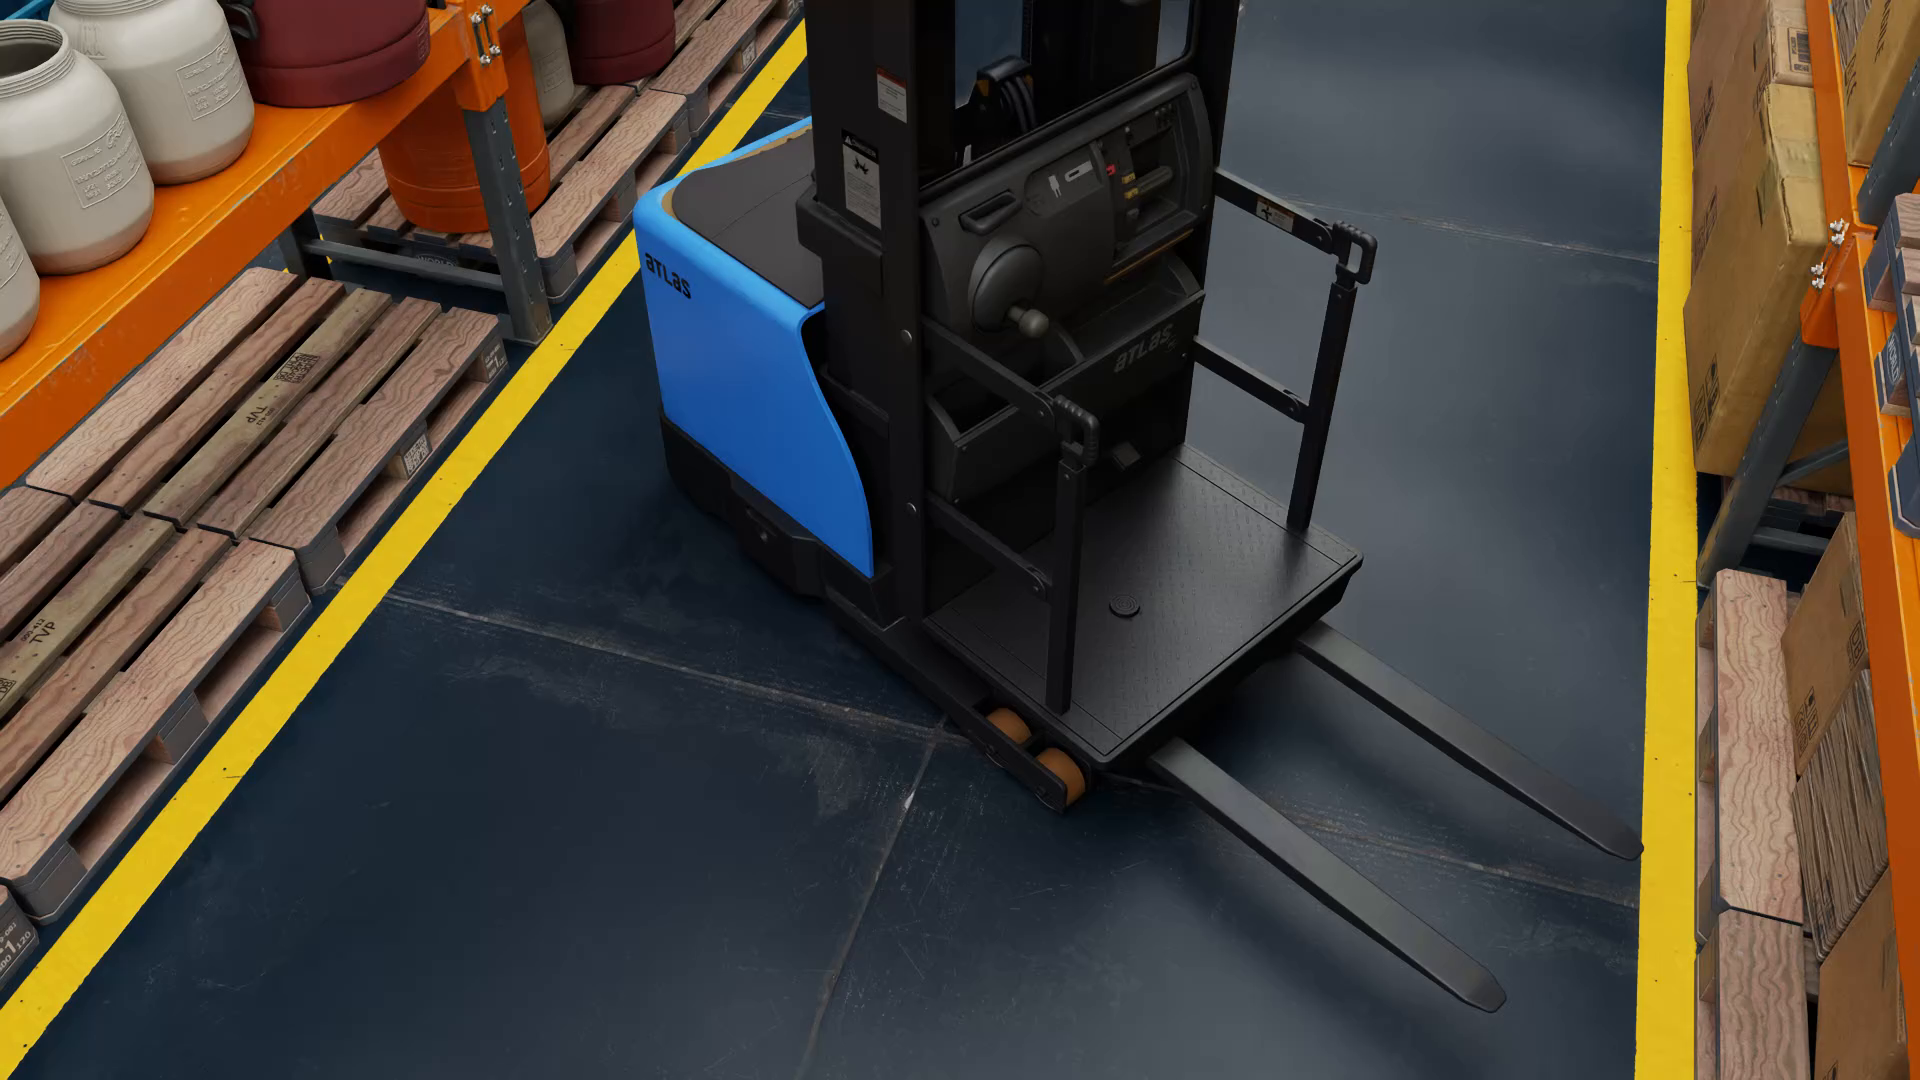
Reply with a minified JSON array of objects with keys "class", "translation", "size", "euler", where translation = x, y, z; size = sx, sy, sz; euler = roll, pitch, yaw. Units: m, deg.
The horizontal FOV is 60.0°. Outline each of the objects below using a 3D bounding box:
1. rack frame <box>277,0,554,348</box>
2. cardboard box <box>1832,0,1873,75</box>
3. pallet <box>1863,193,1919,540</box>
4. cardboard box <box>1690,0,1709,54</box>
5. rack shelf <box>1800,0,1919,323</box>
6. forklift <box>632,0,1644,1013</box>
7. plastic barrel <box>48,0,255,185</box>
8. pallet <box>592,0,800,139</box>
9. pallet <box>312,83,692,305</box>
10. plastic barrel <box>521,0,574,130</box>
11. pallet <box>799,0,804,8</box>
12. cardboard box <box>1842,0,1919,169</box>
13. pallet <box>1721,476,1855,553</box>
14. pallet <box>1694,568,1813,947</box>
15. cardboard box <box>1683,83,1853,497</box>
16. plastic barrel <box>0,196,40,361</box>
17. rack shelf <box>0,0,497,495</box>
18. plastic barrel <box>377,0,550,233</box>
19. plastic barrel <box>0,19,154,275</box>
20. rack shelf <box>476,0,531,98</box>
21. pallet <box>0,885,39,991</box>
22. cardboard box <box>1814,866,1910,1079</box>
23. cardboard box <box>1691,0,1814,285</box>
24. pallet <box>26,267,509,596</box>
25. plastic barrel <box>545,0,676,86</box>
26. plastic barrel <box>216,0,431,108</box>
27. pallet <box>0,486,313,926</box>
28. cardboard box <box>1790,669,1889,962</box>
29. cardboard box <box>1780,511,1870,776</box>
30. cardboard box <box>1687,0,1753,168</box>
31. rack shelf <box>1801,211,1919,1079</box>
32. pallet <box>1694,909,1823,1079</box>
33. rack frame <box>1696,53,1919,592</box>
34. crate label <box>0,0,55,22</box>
[{"class":"rack frame","translation":[-1.969,-1.907,5.055],"size":[1.000,3.000,0.127],"euler":[13,46,13]},{"class":"cardboard box","translation":[2.821,-1.607,4.676],"size":[0.500,0.500,0.500],"euler":[12,46,12]},{"class":"pallet","translation":[2.637,-0.292,3.541],"size":[1.213,0.211,1.003],"euler":[13,46,13]},{"class":"cardboard box","translation":[3.788,-2.484,6.863],"size":[1.225,0.875,0.875],"euler":[13,46,13]},{"class":"rack shelf","translation":[3.357,-1.934,5.596],"size":[1.077,0.370,4.000],"euler":[13,46,13]},{"class":"forklift","translation":[0.428,-0.730,3.901],"size":[1.130,2.935,3.031],"euler":[-33,53,-29]},{"class":"plastic barrel","translation":[-2.077,-1.216,4.268],"size":[0.421,0.512,0.421],"euler":[0,44,0]},{"class":"pallet","translation":[-1.399,-2.256,7.404],"size":[1.003,0.211,1.213],"euler":[13,46,13]},{"class":"pallet","translation":[-1.770,-1.445,6.576],"size":[1.003,0.211,1.213],"euler":[13,46,13]},{"class":"plastic barrel","translation":[-1.751,-1.893,6.519],"size":[0.421,0.512,0.421],"euler":[0,44,0]},{"class":"pallet","translation":[-1.031,-3.072,8.238],"size":[1.003,0.211,1.213],"euler":[13,46,13]},{"class":"cardboard box","translation":[2.665,-1.276,4.337],"size":[0.500,0.500,0.500],"euler":[14,46,14]},{"class":"pallet","translation":[3.062,-0.371,5.478],"size":[1.003,0.211,1.213],"euler":[13,46,13]},{"class":"pallet","translation":[2.513,0.659,4.426],"size":[1.003,0.211,1.213],"euler":[13,46,13]},{"class":"cardboard box","translation":[2.980,-0.705,5.044],"size":[1.225,0.875,0.875],"euler":[11,45,11]},{"class":"plastic barrel","translation":[-2.328,-0.658,3.681],"size":[0.433,0.535,0.433],"euler":[0,44,0]},{"class":"rack shelf","translation":[-2.575,-0.317,3.944],"size":[1.077,0.370,4.000],"euler":[13,46,13]},{"class":"plastic barrel","translation":[-1.837,-1.612,6.004],"size":[0.600,0.830,0.708],"euler":[13,46,13]},{"class":"plastic barrel","translation":[-2.204,-0.936,3.982],"size":[0.421,0.512,0.421],"euler":[0,44,0]},{"class":"rack shelf","translation":[-1.363,-2.983,6.668],"size":[1.077,0.370,4.000],"euler":[13,46,13]},{"class":"pallet","translation":[-2.979,1.224,3.848],"size":[1.003,0.211,1.213],"euler":[13,46,13]},{"class":"cardboard box","translation":[2.247,1.080,3.474],"size":[0.700,0.500,0.500],"euler":[16,47,16]},{"class":"cardboard box","translation":[3.258,-1.297,5.650],"size":[1.225,0.875,0.875],"euler":[13,46,13]},{"class":"pallet","translation":[-2.240,-0.403,5.511],"size":[1.003,0.211,1.213],"euler":[13,46,13]},{"class":"plastic barrel","translation":[-1.495,-2.278,6.857],"size":[0.600,0.588,0.708],"euler":[13,46,13]},{"class":"plastic barrel","translation":[-1.821,-1.583,4.625],"size":[0.600,0.536,0.708],"euler":[13,46,13]},{"class":"pallet","translation":[-2.612,0.408,4.682],"size":[1.003,0.211,1.213],"euler":[13,46,13]},{"class":"cardboard box","translation":[2.412,0.701,3.862],"size":[0.700,0.500,0.500],"euler":[9,45,9]},{"class":"cardboard box","translation":[2.568,0.329,4.242],"size":[0.700,0.500,0.500],"euler":[10,45,10]},{"class":"cardboard box","translation":[3.518,-1.889,6.254],"size":[1.225,0.875,0.875],"euler":[11,45,11]},{"class":"rack shelf","translation":[2.146,0.732,2.872],"size":[1.077,0.370,4.000],"euler":[13,46,13]},{"class":"pallet","translation":[2.142,1.469,3.597],"size":[1.003,0.211,1.213],"euler":[13,46,13]},{"class":"rack frame","translation":[2.752,-0.858,3.982],"size":[1.000,3.000,0.127],"euler":[13,46,13]},{"class":"crate label","translation":[-2.527,-1.315,4.424],"size":[0.502,0.435,0.616],"euler":[13,46,13]}]
